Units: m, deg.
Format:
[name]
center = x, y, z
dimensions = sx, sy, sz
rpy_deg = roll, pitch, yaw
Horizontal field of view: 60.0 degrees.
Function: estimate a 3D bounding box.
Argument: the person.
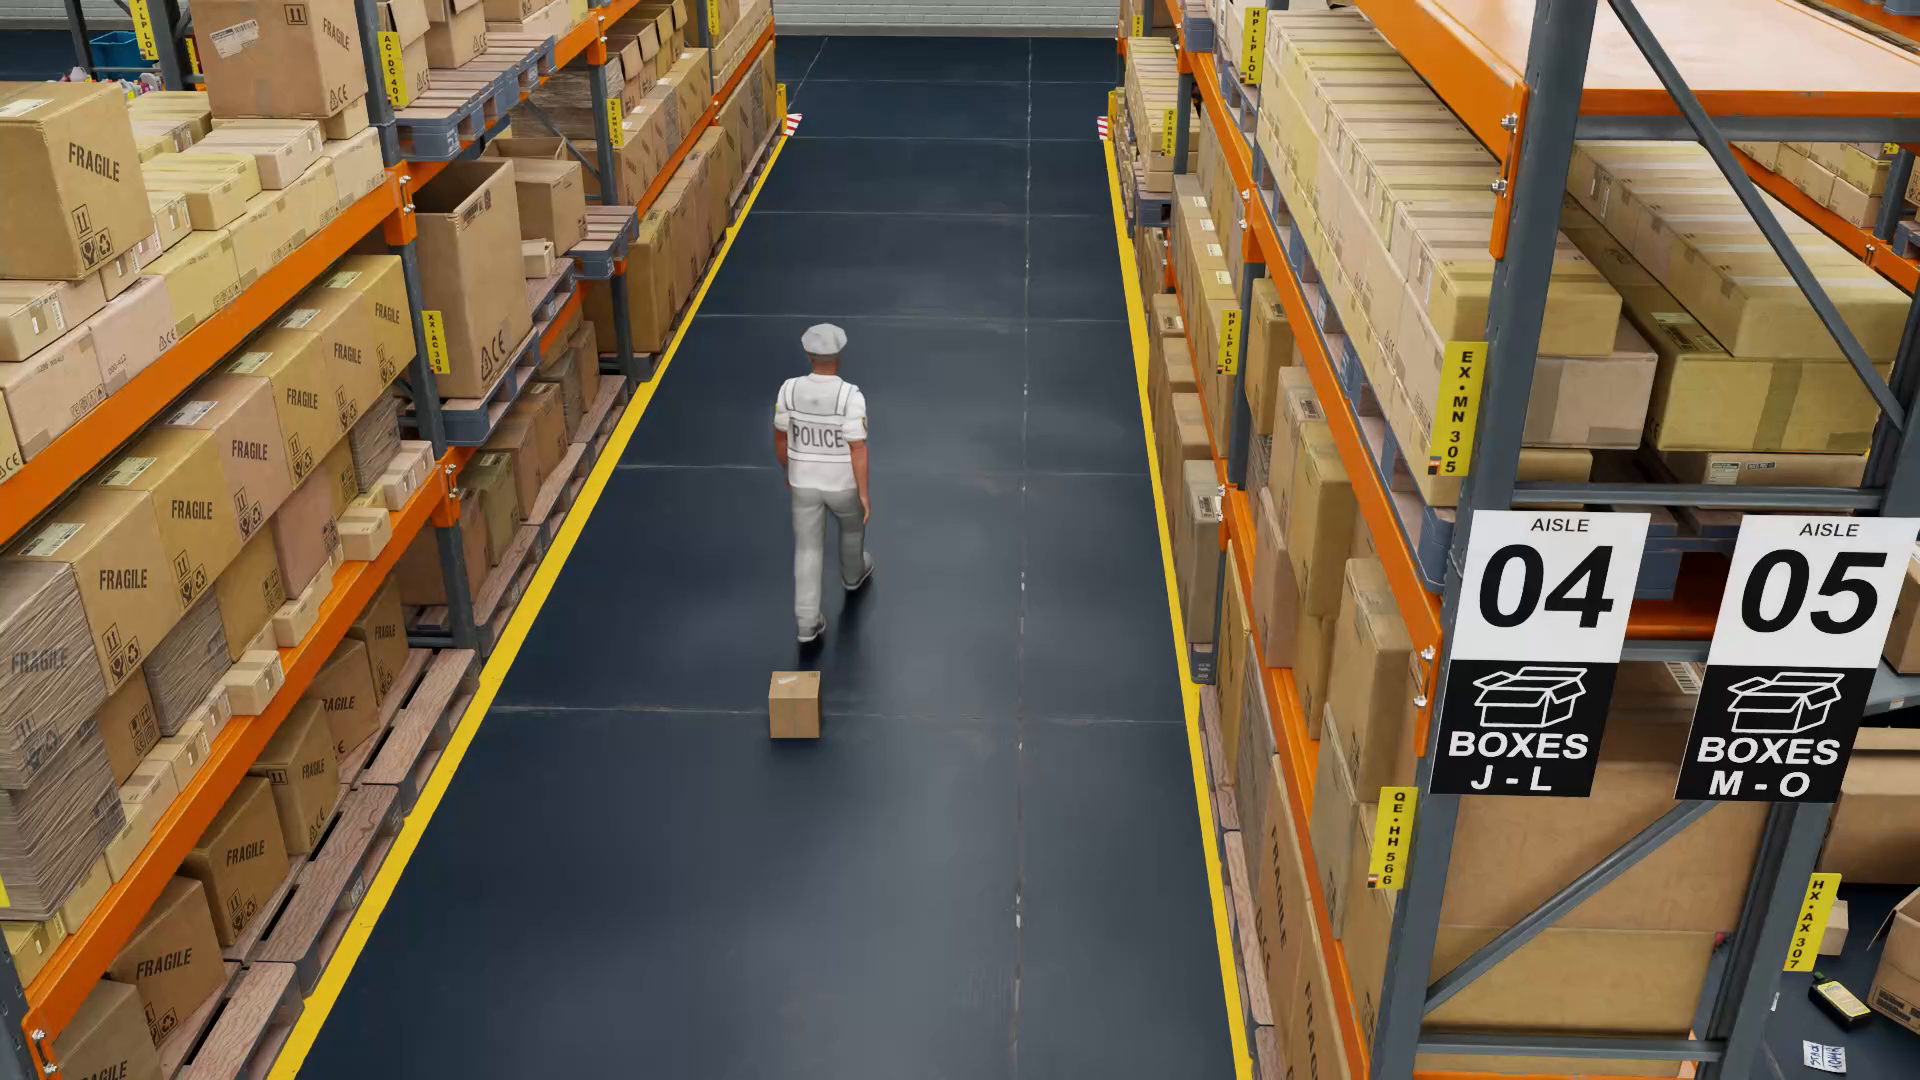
[person]
center = -0.758, -0.356, 9.292
dimensions = 0.566, 1.706, 1.077
rpy_deg = 3, 28, 5
